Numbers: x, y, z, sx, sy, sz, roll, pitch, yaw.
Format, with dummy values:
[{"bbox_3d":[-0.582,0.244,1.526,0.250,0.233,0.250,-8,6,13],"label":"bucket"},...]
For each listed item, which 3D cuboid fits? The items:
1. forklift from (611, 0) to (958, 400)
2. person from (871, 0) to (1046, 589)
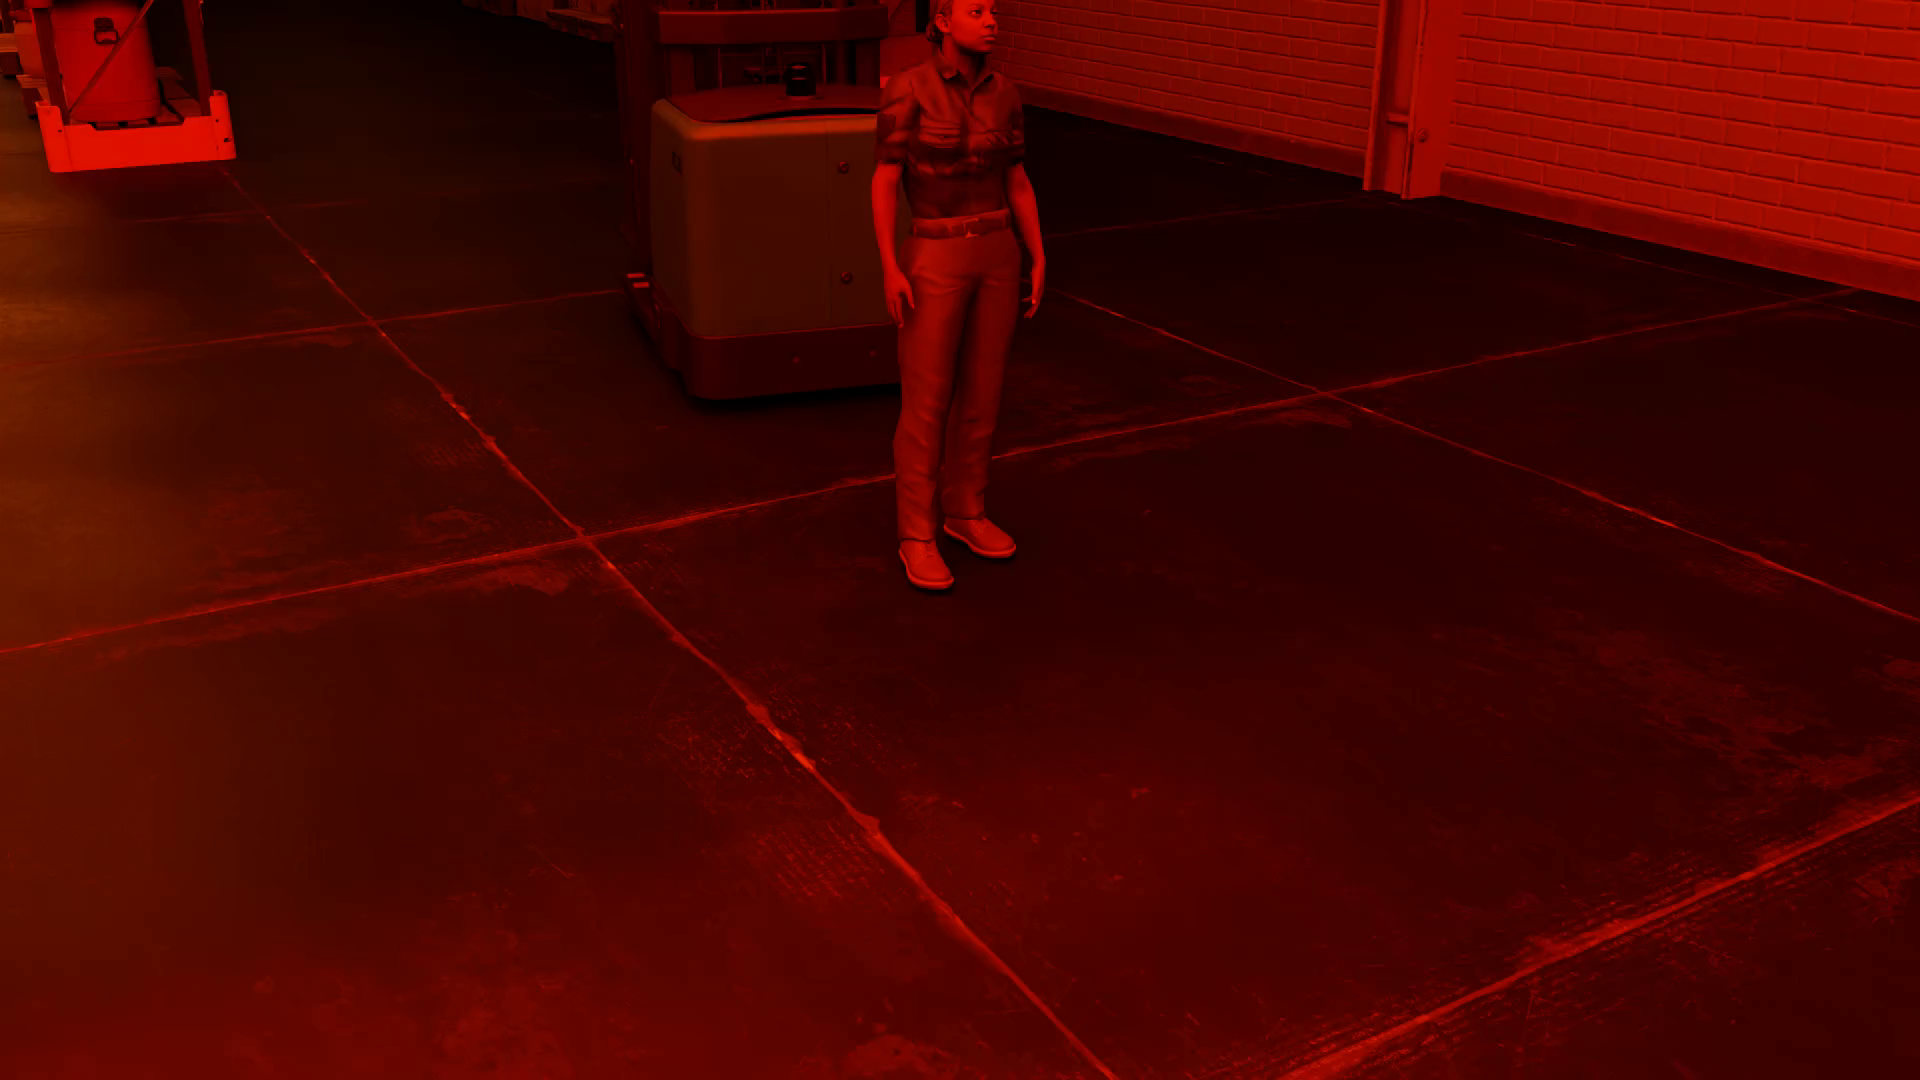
[{"bbox_3d":[-0.954,-2.411,7.151,1.130,2.935,3.031,-7,23,-17],"label":"forklift"},{"bbox_3d":[0.027,-0.739,4.738,0.570,1.656,0.503,-12,25,-28],"label":"person"}]
